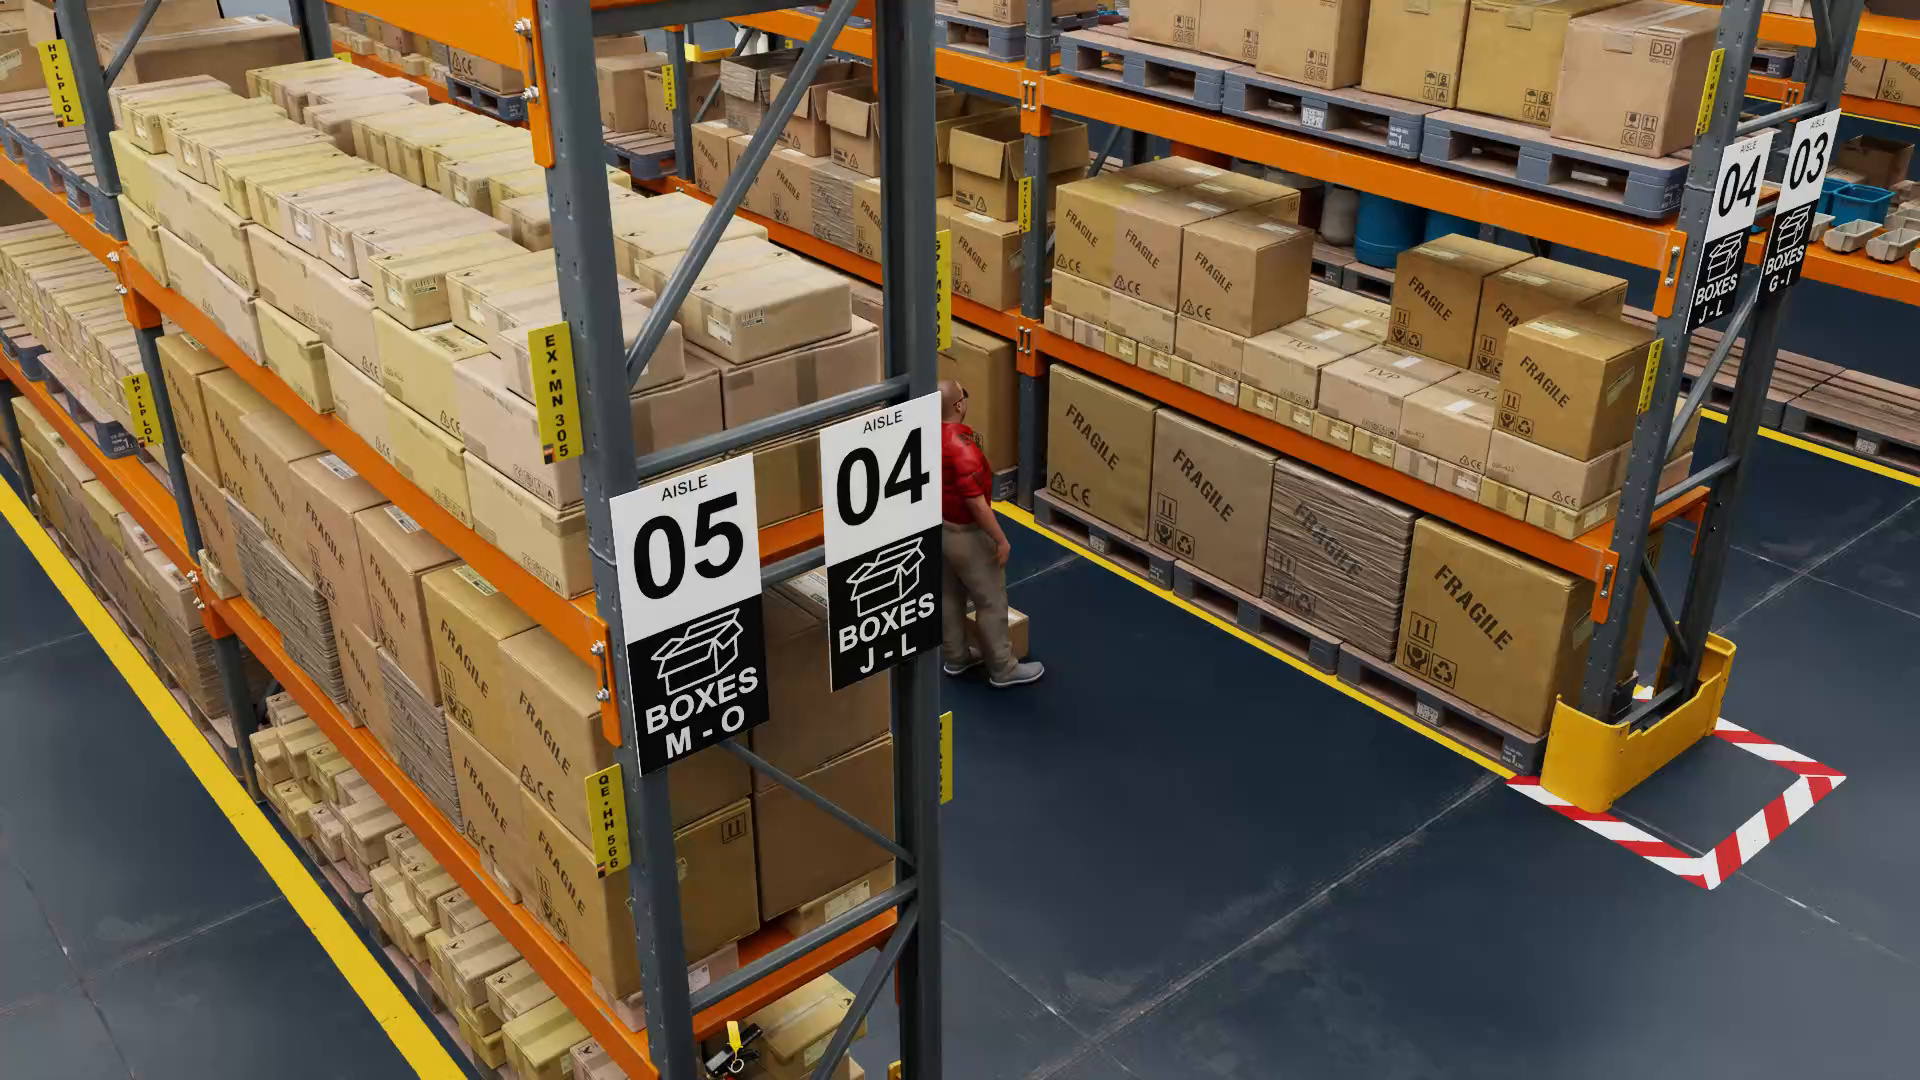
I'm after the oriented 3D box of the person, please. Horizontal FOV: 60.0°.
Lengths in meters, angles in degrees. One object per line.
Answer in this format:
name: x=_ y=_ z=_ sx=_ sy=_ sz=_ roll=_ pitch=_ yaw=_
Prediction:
person: x=0.072 y=-0.057 z=8.728 sx=0.551 sy=1.727 sz=0.640 roll=-22 pitch=35 yaw=-35
